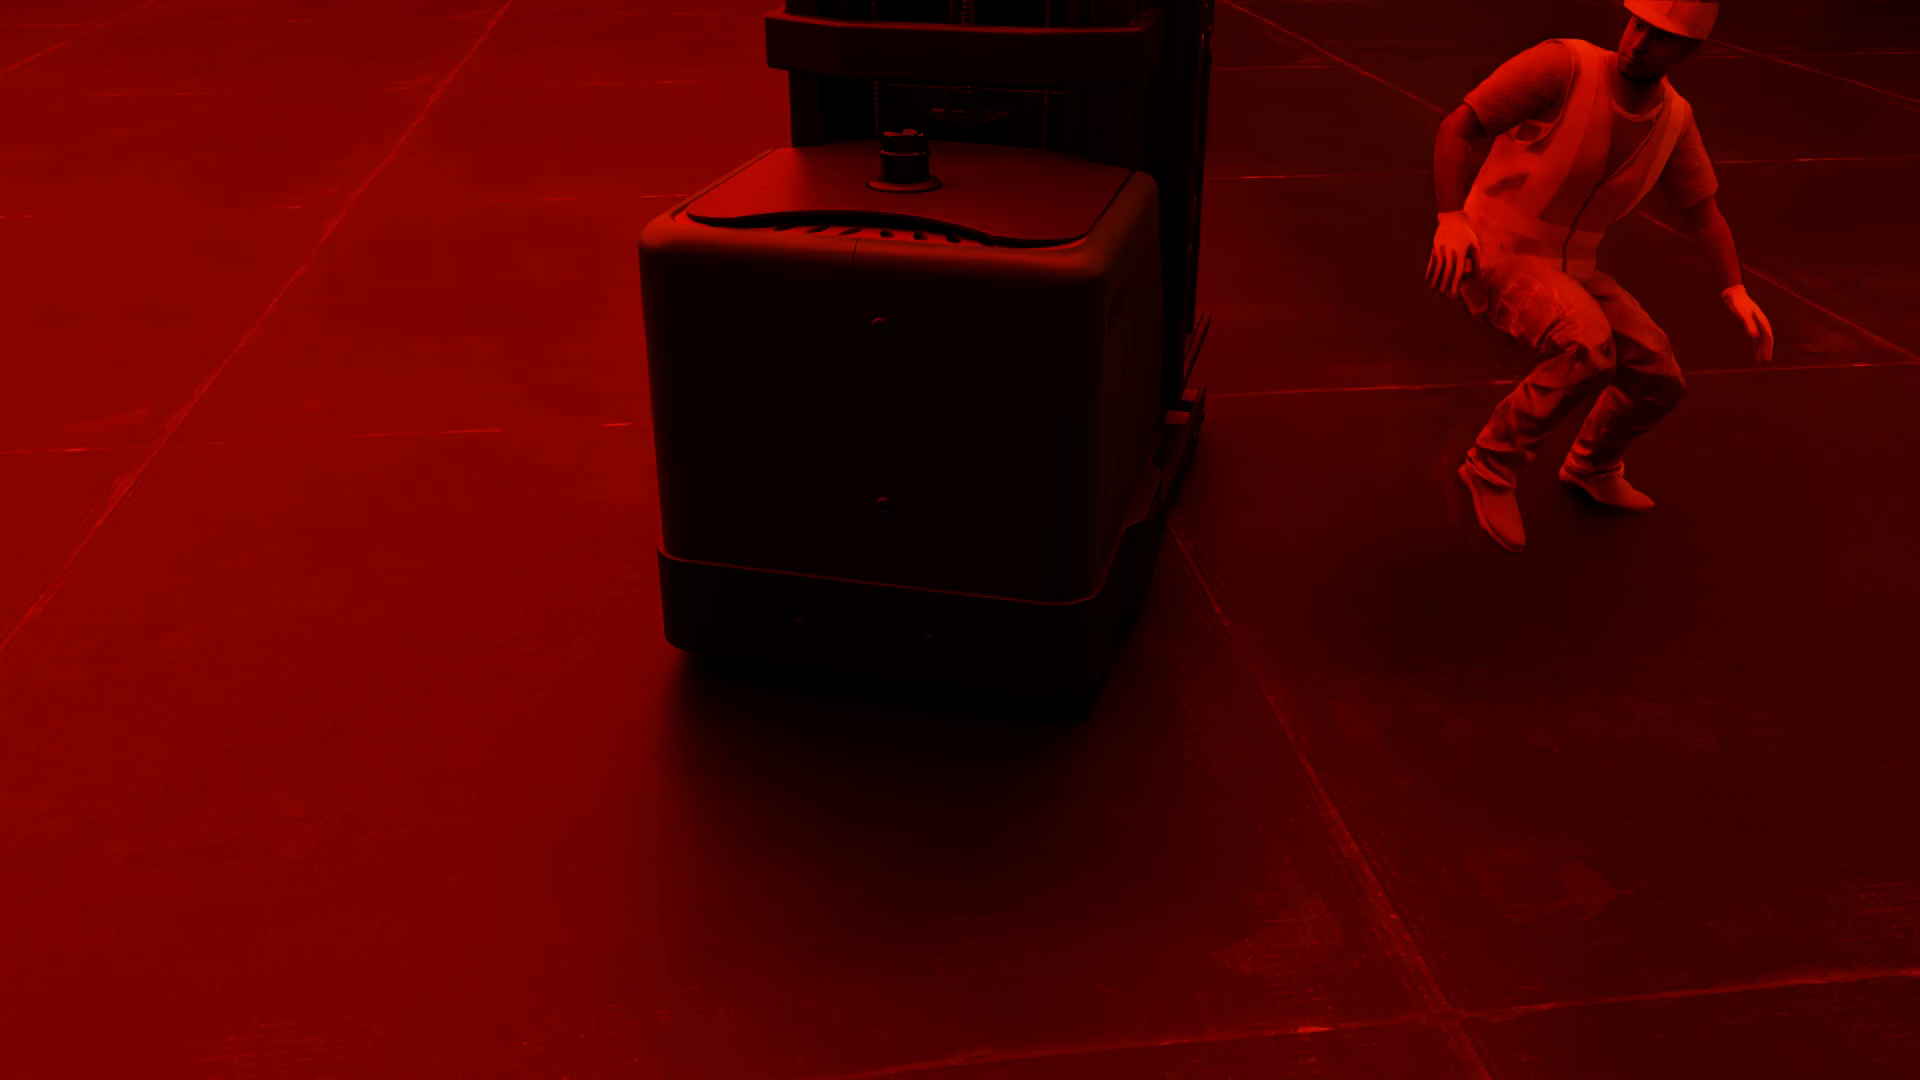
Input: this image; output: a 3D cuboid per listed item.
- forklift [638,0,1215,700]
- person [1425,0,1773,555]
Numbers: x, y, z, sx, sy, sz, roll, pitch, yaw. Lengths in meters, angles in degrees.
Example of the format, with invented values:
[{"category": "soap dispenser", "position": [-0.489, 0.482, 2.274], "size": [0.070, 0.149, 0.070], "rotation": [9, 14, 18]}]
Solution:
[{"category": "forklift", "position": [0.156, -1.583, 4.514], "size": [1.130, 2.935, 3.031], "rotation": [6, 26, 13]}, {"category": "person", "position": [1.640, -0.704, 4.361], "size": [0.826, 1.536, 0.699], "rotation": [-13, 28, -24]}]
